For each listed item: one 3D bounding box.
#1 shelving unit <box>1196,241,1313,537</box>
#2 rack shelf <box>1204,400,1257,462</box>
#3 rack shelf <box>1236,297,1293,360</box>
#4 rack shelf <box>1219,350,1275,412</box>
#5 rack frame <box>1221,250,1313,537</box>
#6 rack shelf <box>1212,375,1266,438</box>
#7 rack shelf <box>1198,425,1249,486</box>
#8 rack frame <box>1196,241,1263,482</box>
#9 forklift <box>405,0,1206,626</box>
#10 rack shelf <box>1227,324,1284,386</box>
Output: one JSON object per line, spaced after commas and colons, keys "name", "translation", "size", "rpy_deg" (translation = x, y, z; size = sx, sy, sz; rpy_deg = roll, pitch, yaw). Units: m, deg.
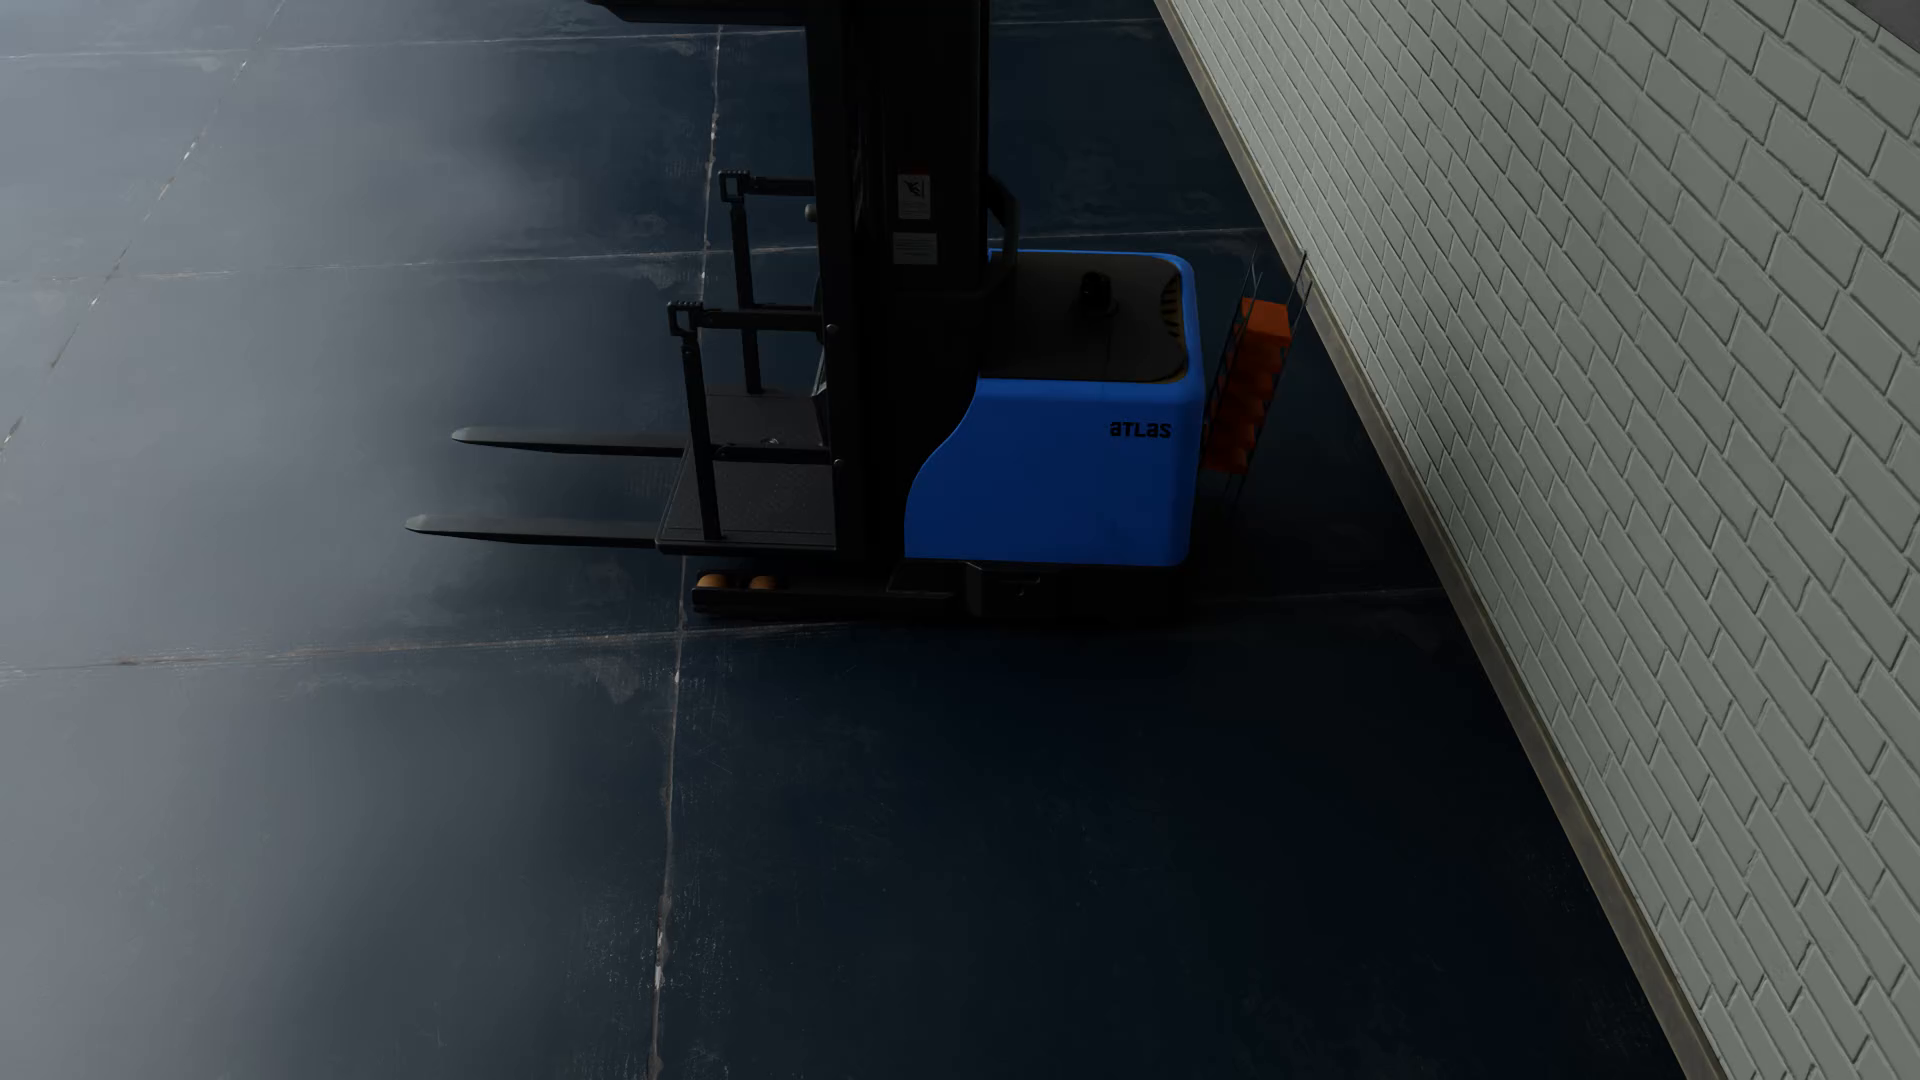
{"name": "shelving unit", "translation": [1.094, -0.562, 6.482], "size": [0.189, 1.200, 0.258], "rpy_deg": [10, 38, -3]}
{"name": "rack shelf", "translation": [1.067, -0.436, 6.584], "size": [0.180, 0.103, 0.258], "rpy_deg": [10, 38, -3]}
{"name": "rack shelf", "translation": [1.146, -0.804, 6.286], "size": [0.180, 0.103, 0.258], "rpy_deg": [10, 38, -3]}
{"name": "rack shelf", "translation": [1.107, -0.620, 6.435], "size": [0.180, 0.103, 0.258], "rpy_deg": [10, 38, -3]}
{"name": "rack frame", "translation": [1.184, -0.547, 6.486], "size": [0.006, 1.200, 0.240], "rpy_deg": [10, 38, -3]}
{"name": "rack shelf", "translation": [1.087, -0.528, 6.509], "size": [0.180, 0.103, 0.258], "rpy_deg": [10, 38, -3]}
{"name": "rack shelf", "translation": [1.048, -0.344, 6.658], "size": [0.180, 0.103, 0.258], "rpy_deg": [10, 38, -3]}
{"name": "rack frame", "translation": [1.004, -0.578, 6.477], "size": [0.006, 1.200, 0.240], "rpy_deg": [10, 38, -3]}
{"name": "forklift", "translation": [-0.626, -1.174, 5.871], "size": [3.031, 2.935, 1.130], "rpy_deg": [2, 38, 3]}
{"name": "rack shelf", "translation": [1.127, -0.712, 6.360], "size": [0.180, 0.103, 0.258], "rpy_deg": [10, 38, -3]}
